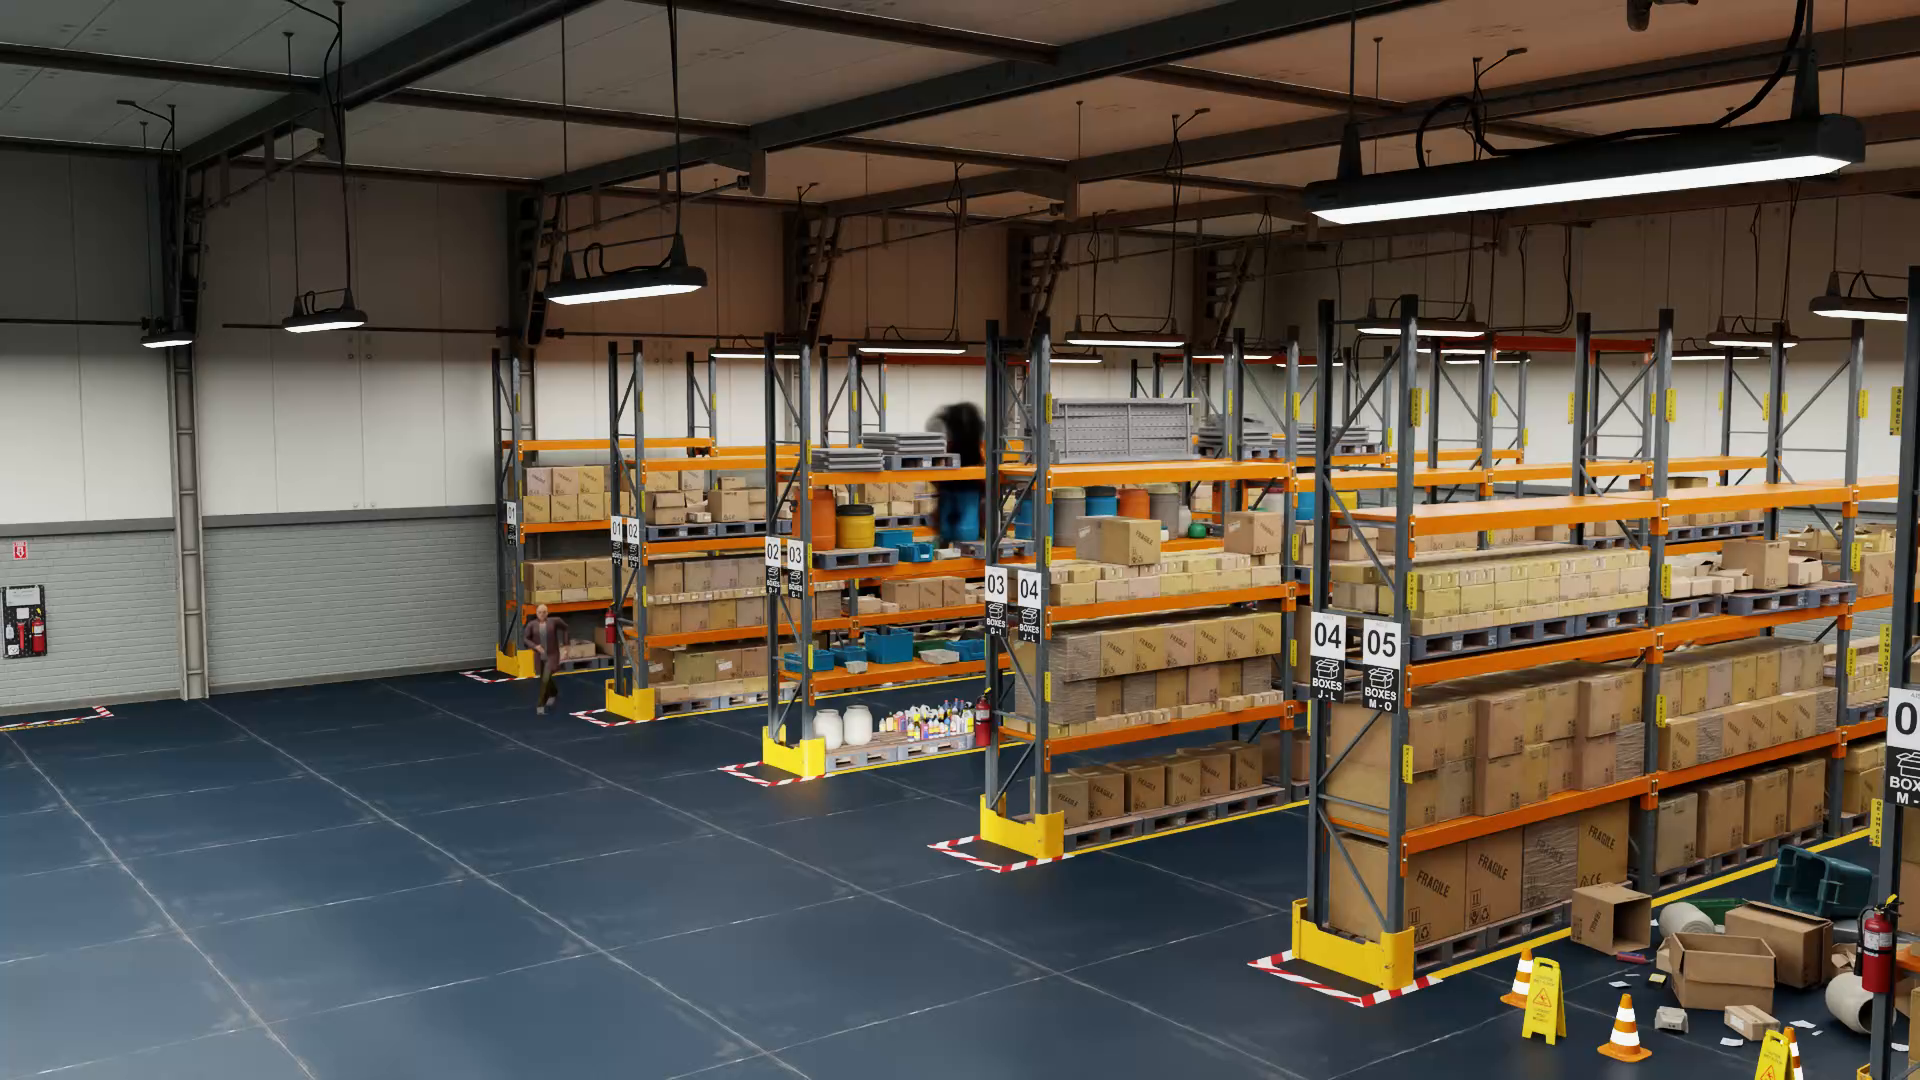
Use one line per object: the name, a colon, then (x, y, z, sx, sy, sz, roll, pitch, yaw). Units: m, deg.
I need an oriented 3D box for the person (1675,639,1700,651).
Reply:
person: (10.844, 2.159, 24.701, 0.811, 1.738, 0.583, -3, 6, -33)

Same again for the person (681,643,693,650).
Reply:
person: (-4.814, 1.798, 29.473, 0.792, 1.621, 0.462, -5, 7, -44)

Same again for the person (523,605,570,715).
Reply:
person: (-6.716, 1.913, 27.139, 0.686, 1.787, 0.880, 1, 5, 8)
